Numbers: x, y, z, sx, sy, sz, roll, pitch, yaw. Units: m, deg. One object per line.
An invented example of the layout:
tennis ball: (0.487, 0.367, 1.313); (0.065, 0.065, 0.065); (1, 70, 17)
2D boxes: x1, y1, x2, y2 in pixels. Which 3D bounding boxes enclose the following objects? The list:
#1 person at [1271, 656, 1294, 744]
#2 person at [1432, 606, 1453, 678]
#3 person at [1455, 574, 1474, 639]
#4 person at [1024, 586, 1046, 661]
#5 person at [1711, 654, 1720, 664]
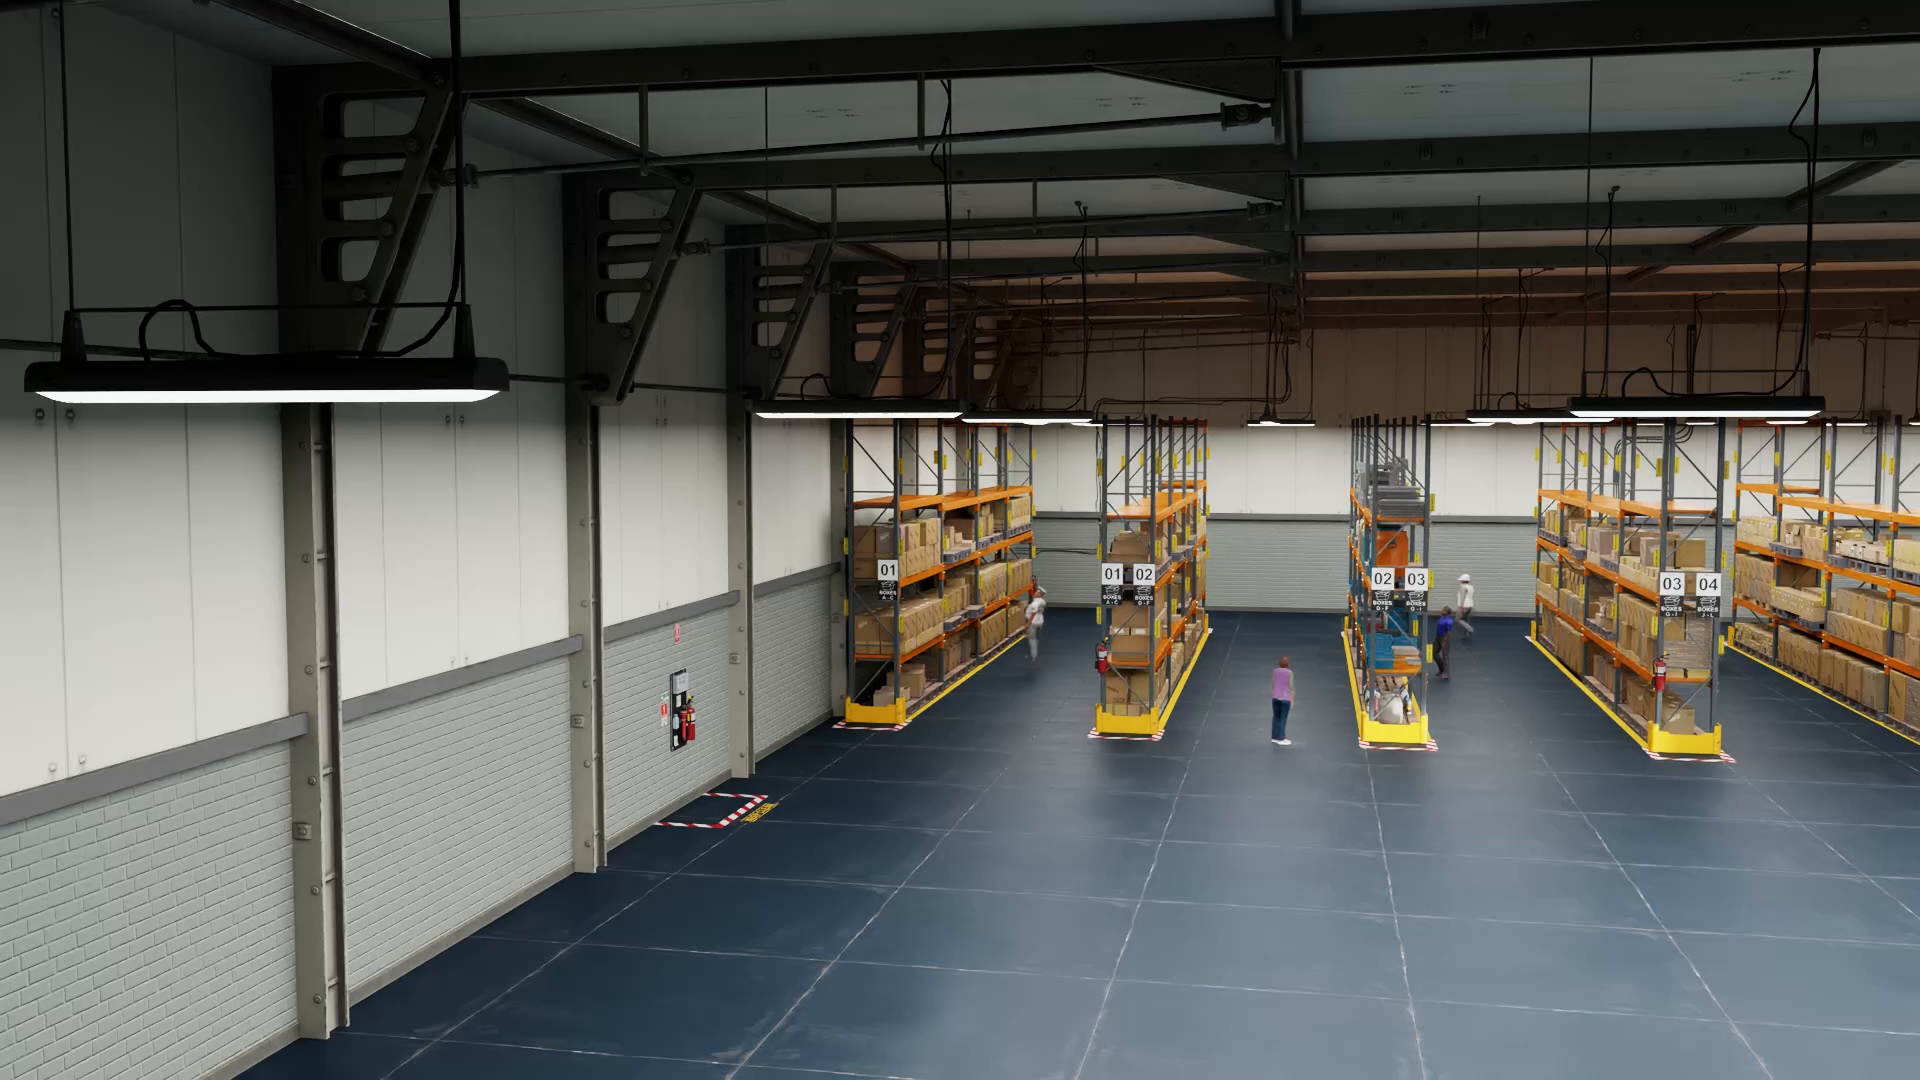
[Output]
person: (5.849, 2.917, 30.183); (0.431, 1.600, 0.331); (3, 5, 33)
person: (11.147, 2.351, 38.381); (0.403, 1.683, 0.552); (-1, 4, -21)
person: (13.788, 1.819, 45.256); (0.493, 1.771, 0.665); (2, 4, 31)
person: (1.710, 1.961, 39.261); (0.692, 1.765, 0.557); (3, 5, 42)
person: (18.217, 2.183, 40.391); (0.468, 1.676, 0.484); (2, 4, 26)
